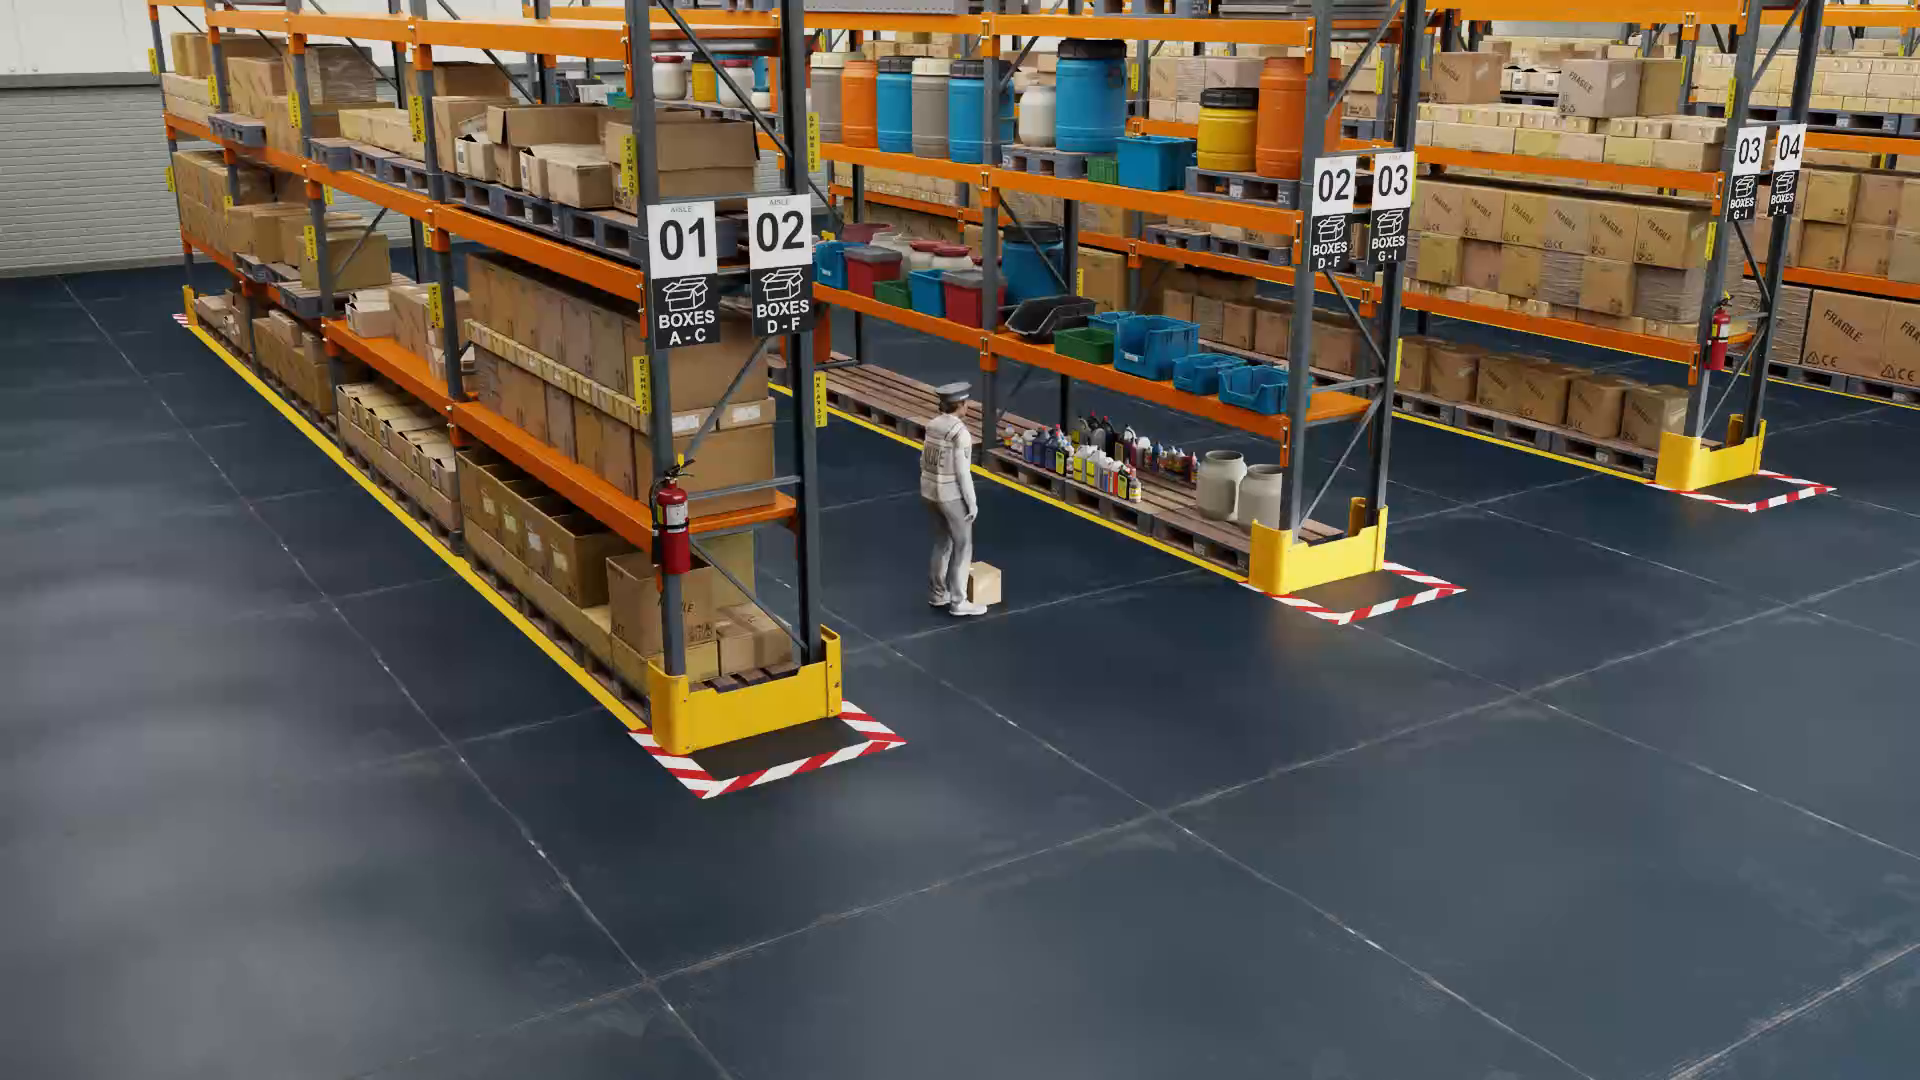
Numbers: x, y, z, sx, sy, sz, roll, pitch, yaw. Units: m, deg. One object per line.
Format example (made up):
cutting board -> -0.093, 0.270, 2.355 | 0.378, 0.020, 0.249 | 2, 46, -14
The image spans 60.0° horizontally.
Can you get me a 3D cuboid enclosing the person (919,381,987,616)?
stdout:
person -> -0.073, -0.294, 11.961 | 0.376, 1.653, 0.544 | -13, 22, -35
